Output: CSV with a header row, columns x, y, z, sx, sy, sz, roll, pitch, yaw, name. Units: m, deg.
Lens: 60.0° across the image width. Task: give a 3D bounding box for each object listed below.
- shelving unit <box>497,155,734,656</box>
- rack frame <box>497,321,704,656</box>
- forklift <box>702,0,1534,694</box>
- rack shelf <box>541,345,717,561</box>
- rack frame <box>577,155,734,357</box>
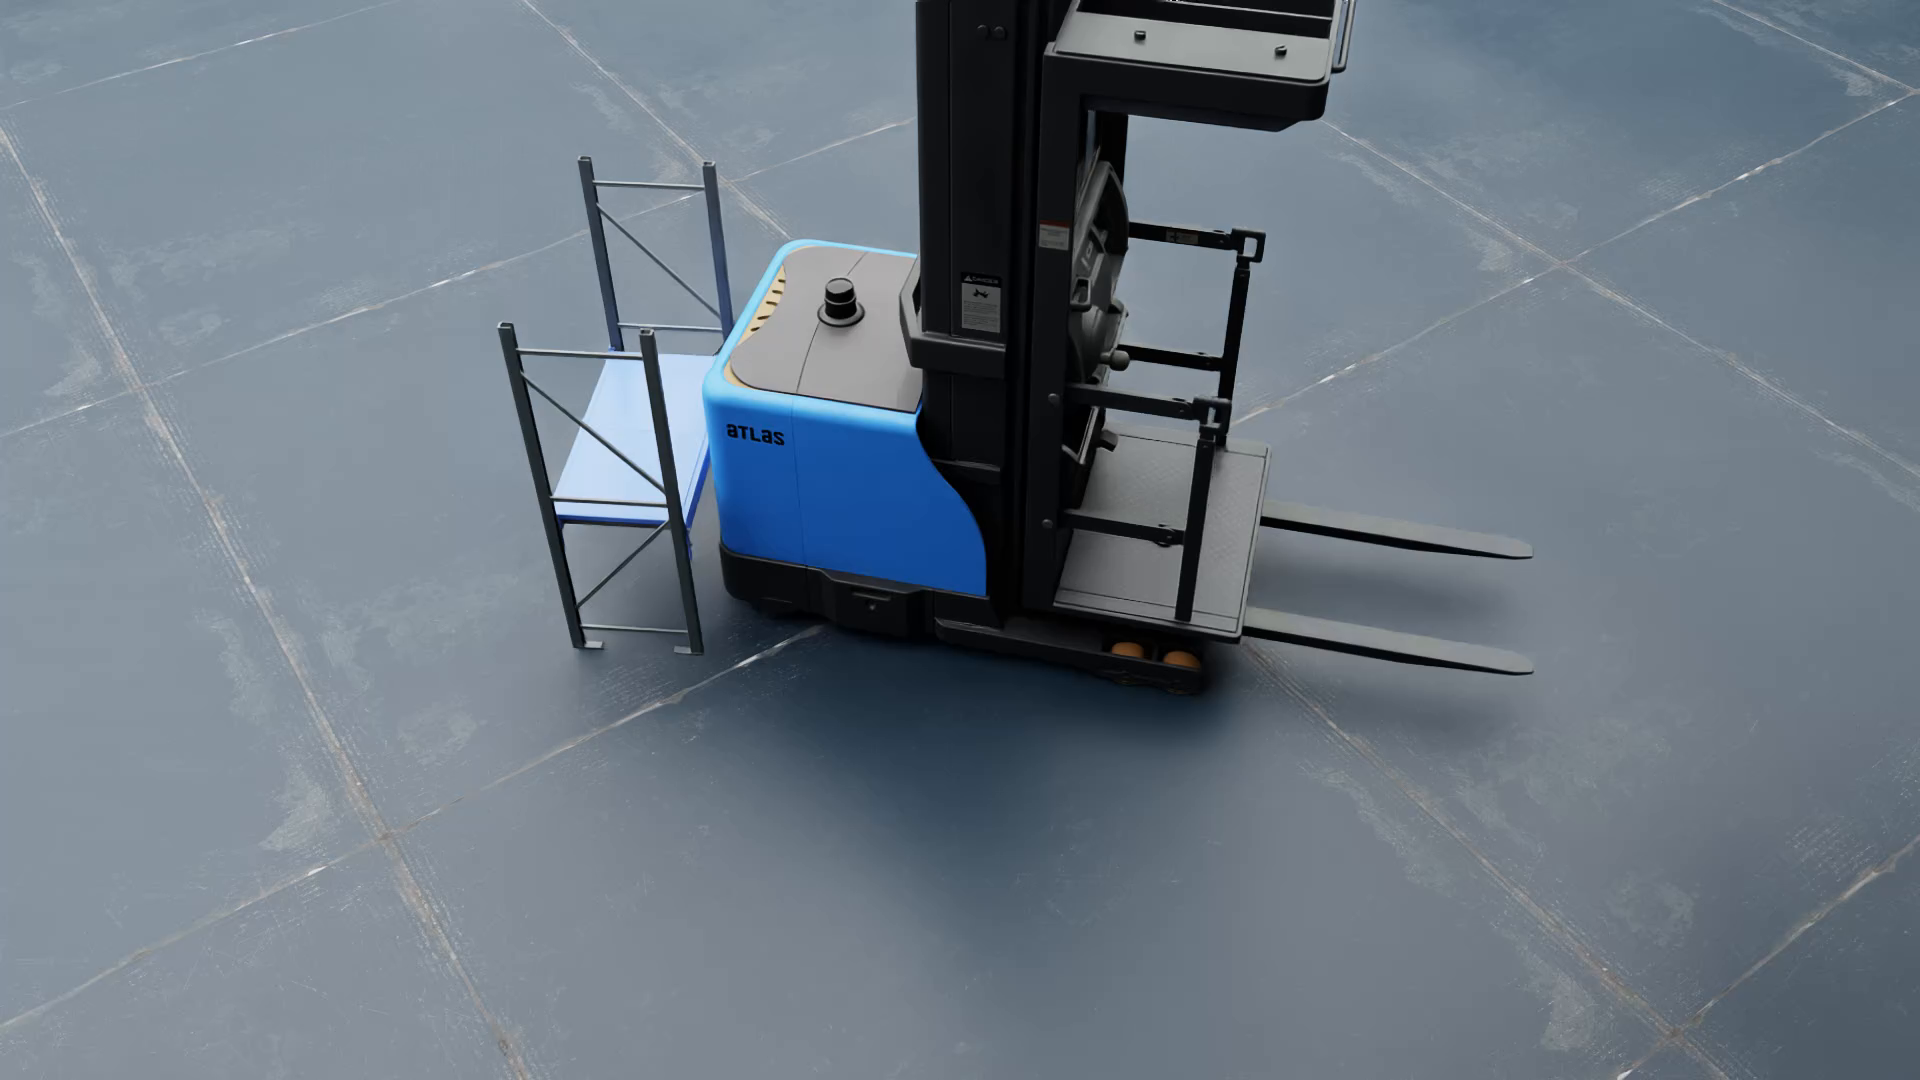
x,y,z,sx,sy,sz,roll,pitch,yaw,name
-1.179,-0.480,6.166,0.538,1.500,1.048,3,44,4,shelving unit
-1.222,-0.130,5.800,0.500,1.500,0.032,3,44,4,rack frame
0.656,-0.896,5.566,3.031,2.935,1.130,10,44,10,forklift
-1.179,-0.350,6.291,0.538,0.185,1.000,3,44,4,rack shelf
-1.136,-0.829,6.533,0.500,1.500,0.032,3,44,4,rack frame
